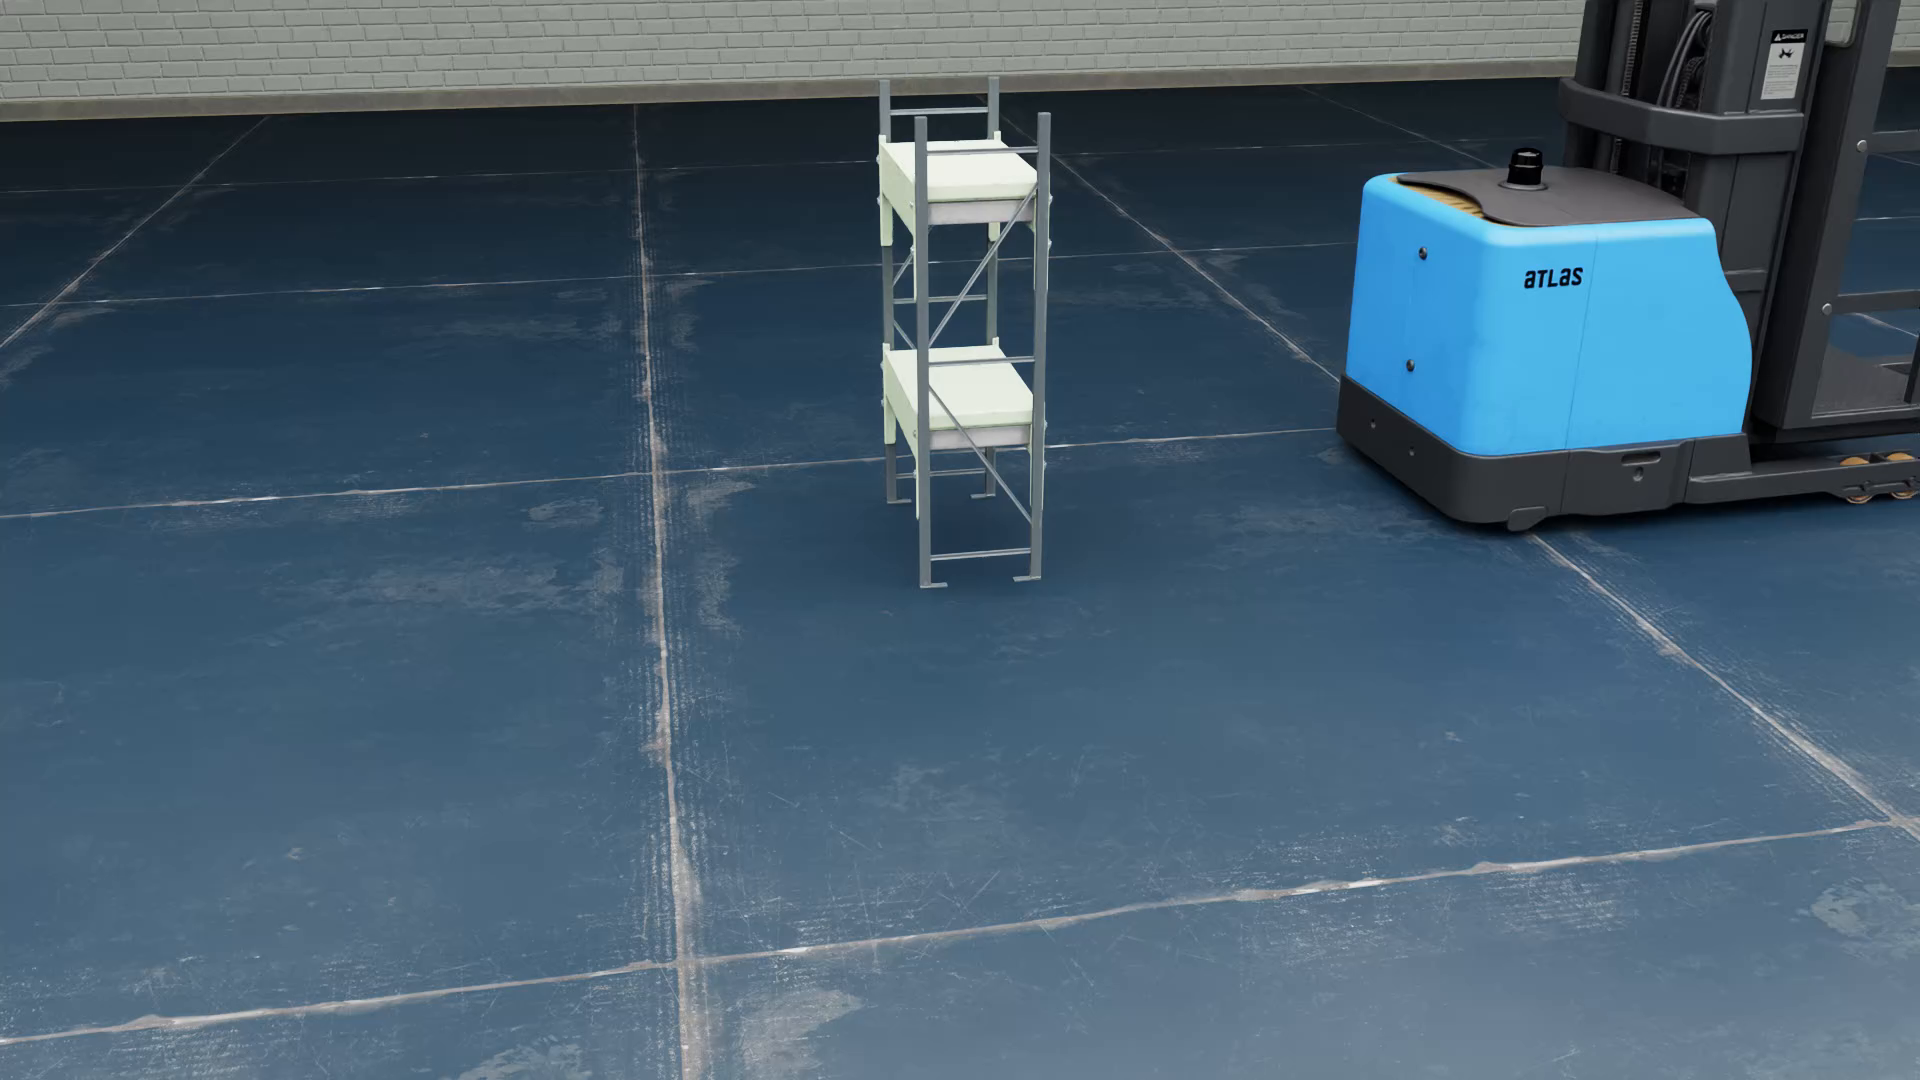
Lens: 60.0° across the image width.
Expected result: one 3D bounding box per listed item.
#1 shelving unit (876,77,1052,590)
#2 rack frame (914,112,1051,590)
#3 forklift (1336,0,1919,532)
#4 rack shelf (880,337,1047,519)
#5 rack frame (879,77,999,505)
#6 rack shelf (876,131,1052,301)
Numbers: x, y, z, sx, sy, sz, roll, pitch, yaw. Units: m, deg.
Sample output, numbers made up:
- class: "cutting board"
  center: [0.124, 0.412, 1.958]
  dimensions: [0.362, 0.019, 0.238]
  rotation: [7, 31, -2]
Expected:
- class: "shelving unit"
  center: [-0.001, -0.690, 5.456]
  dimensions: [0.431, 1.500, 0.755]
  rotation: [-4, 24, -10]
- class: "rack frame"
  center: [0.066, -0.546, 5.126]
  dimensions: [0.400, 1.500, 0.023]
  rotation: [-4, 24, -10]
- class: "forklift"
  center: [3.054, -1.673, 5.919]
  dimensions: [3.031, 2.935, 1.130]
  rotation: [-6, 24, -13]
- class: "rack shelf"
  center: [-0.001, -0.391, 5.586]
  dimensions: [0.431, 0.370, 0.720]
  rotation: [-4, 24, -10]
- class: "rack frame"
  center: [-0.069, -0.834, 5.785]
  dimensions: [0.400, 1.500, 0.023]
  rotation: [-4, 24, -10]
- class: "rack shelf"
  center: [-0.001, -1.048, 5.300]
  dimensions: [0.431, 0.370, 0.720]
  rotation: [-4, 24, -10]
